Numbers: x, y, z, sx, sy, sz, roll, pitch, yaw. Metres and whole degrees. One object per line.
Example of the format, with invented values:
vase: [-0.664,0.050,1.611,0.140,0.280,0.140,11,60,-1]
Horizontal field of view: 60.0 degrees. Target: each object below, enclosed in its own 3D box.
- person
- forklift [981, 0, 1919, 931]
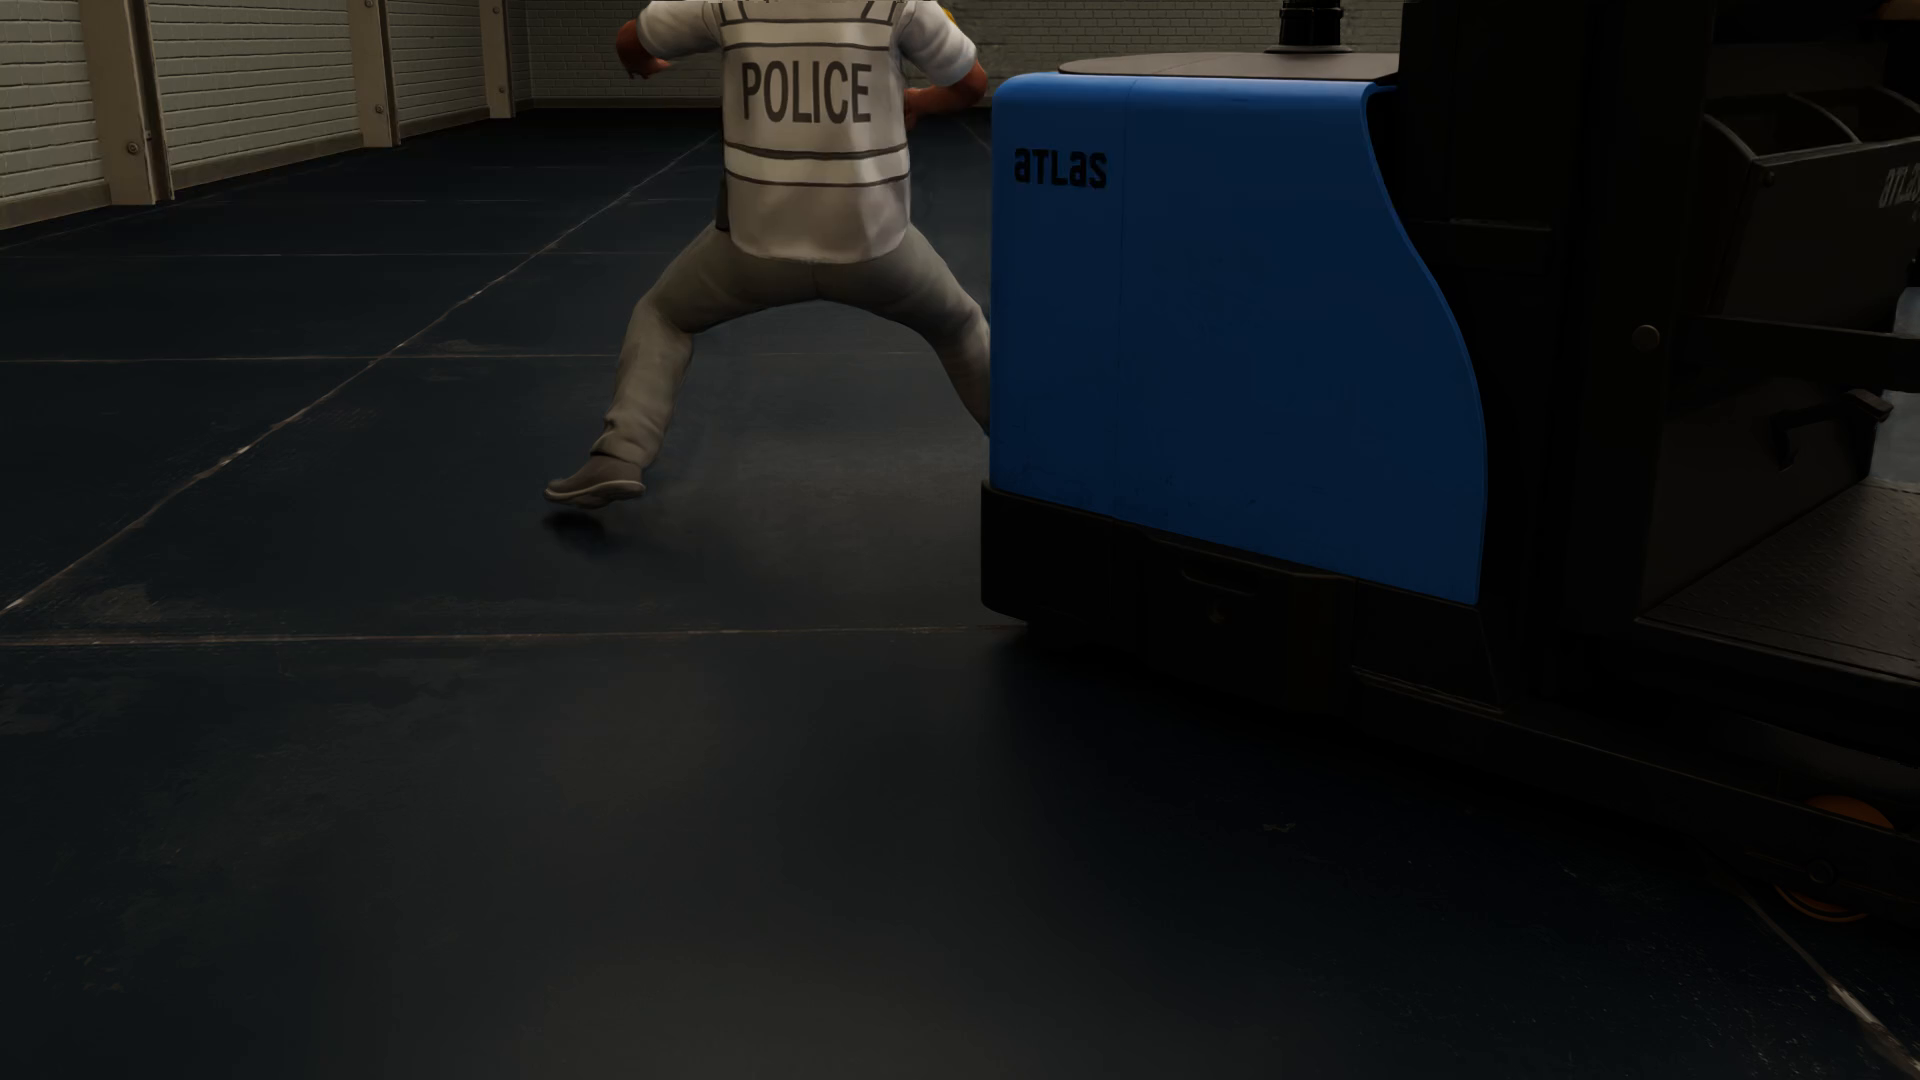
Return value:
person: [-0.380,-0.847,4.051,1.282,1.538,0.746,0,17,1]
forklift: [1.460,-1.021,2.246,3.031,2.935,1.130,15,23,41]
